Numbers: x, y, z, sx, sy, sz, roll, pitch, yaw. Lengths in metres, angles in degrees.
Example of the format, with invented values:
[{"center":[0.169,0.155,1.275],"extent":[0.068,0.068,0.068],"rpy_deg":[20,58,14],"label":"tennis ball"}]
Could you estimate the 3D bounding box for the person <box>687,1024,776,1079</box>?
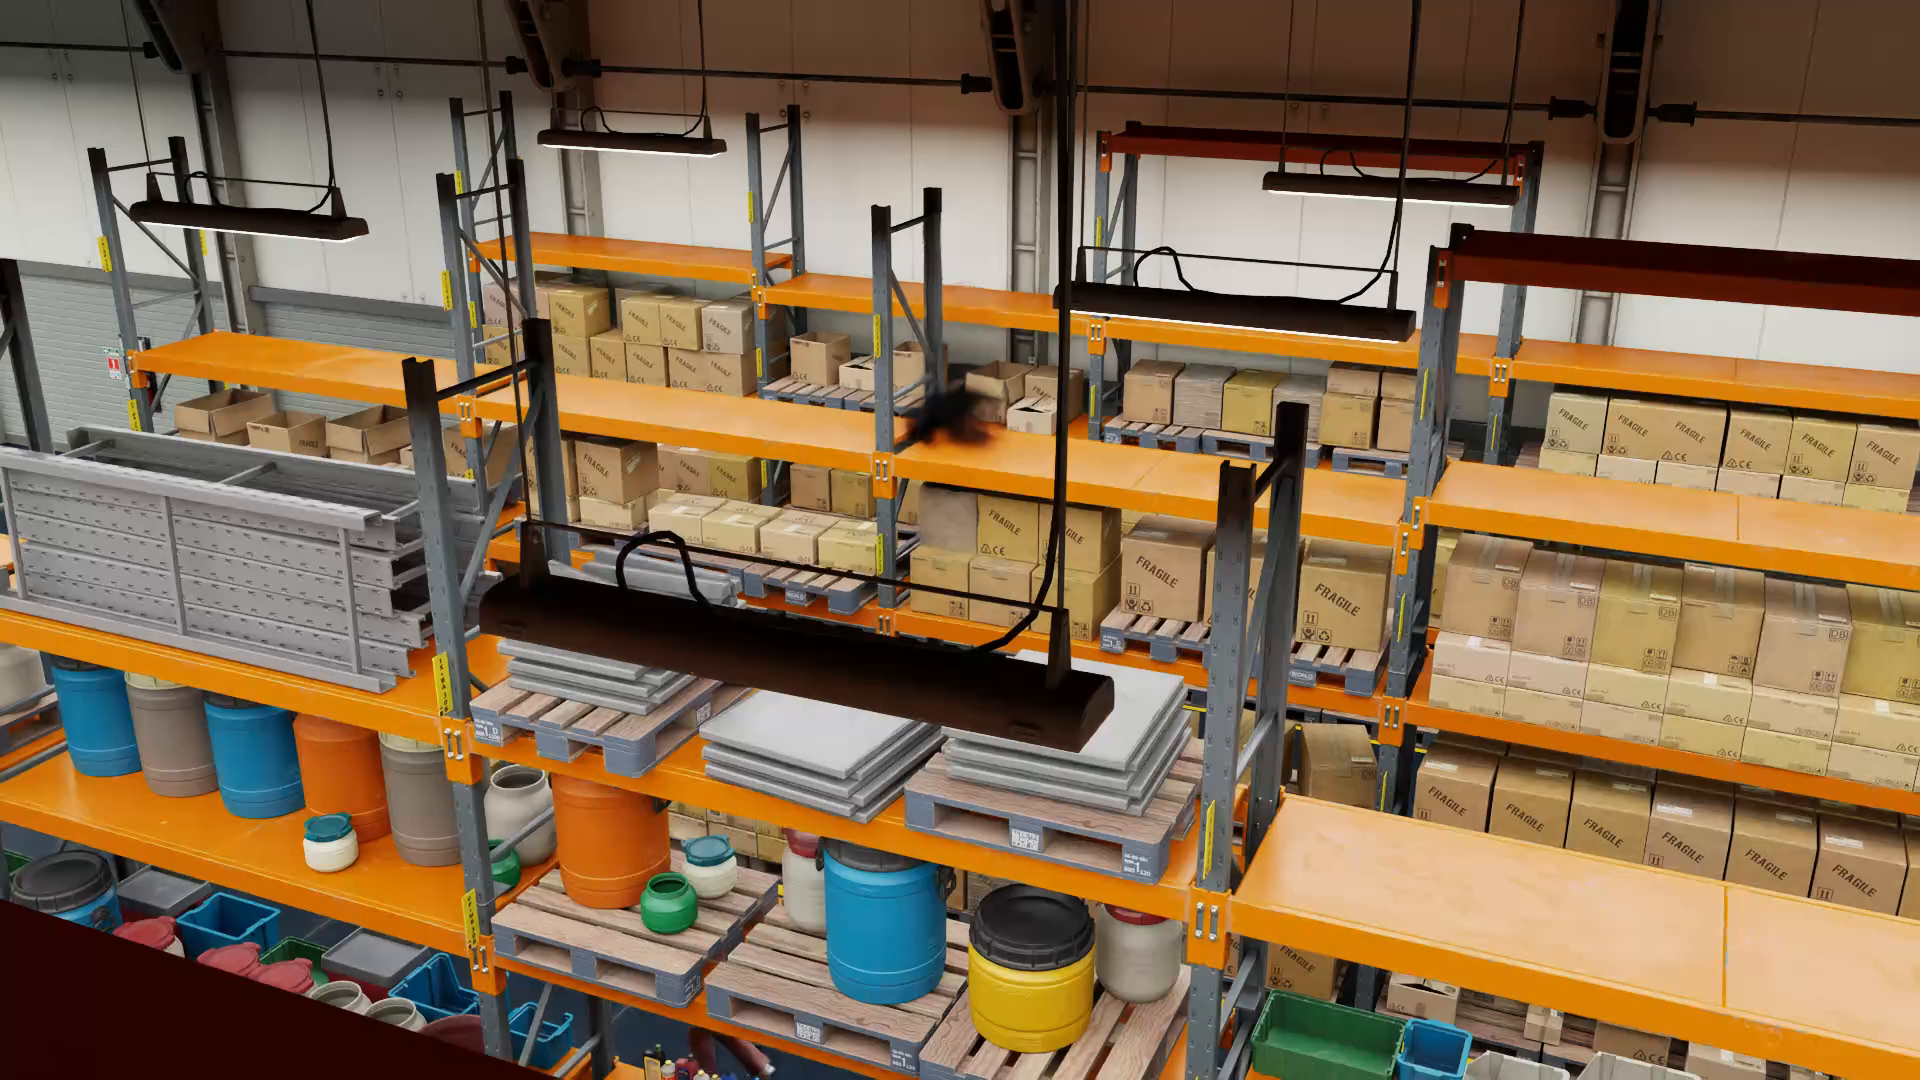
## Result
[{"center":[-1.635,3.078,11.316],"extent":[0.728,1.650,0.591],"rpy_deg":[6,21,16],"label":"person"}]
